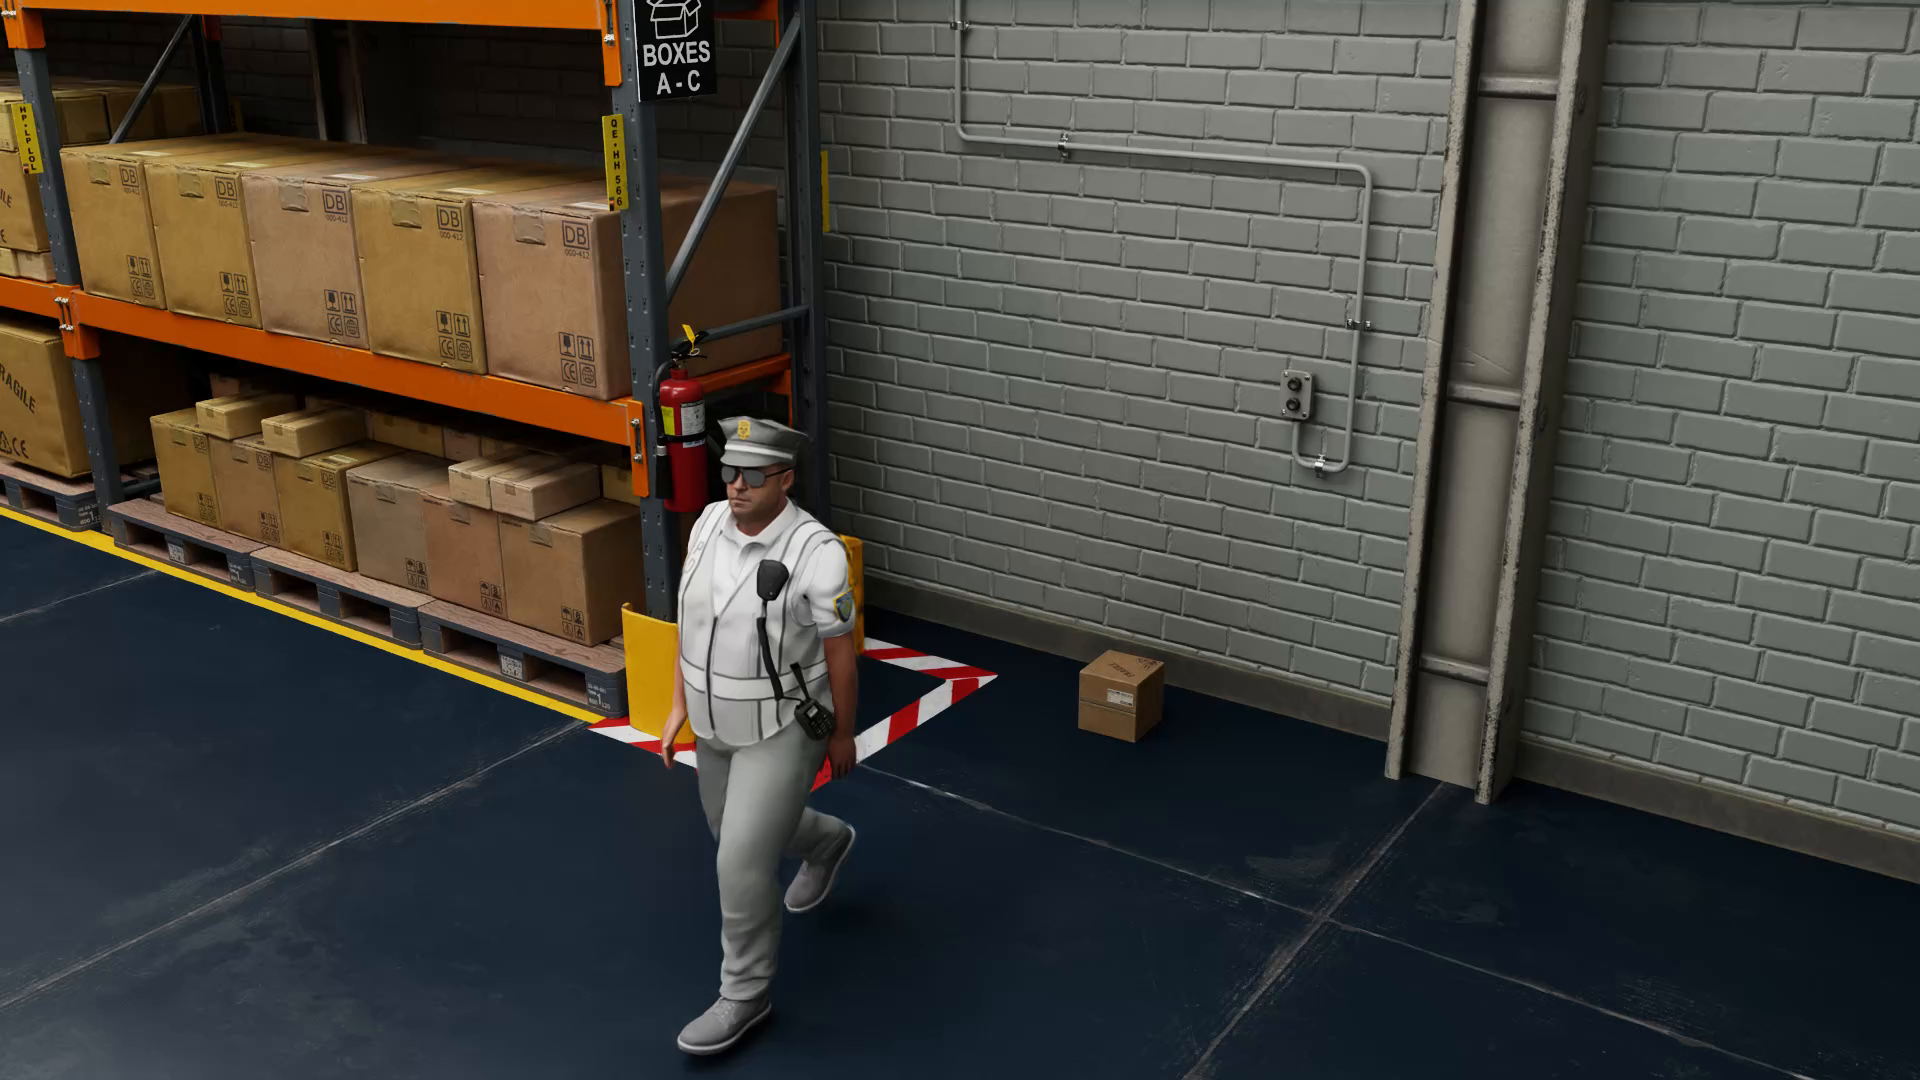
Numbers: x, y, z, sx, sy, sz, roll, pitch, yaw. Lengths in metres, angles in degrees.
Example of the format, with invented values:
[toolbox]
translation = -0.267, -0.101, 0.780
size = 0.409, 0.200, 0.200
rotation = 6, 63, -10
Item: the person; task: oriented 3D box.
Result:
[person]
translation = -0.544, 0.471, 4.681
size = 0.529, 1.726, 0.951
rotation = 14, 24, 33
